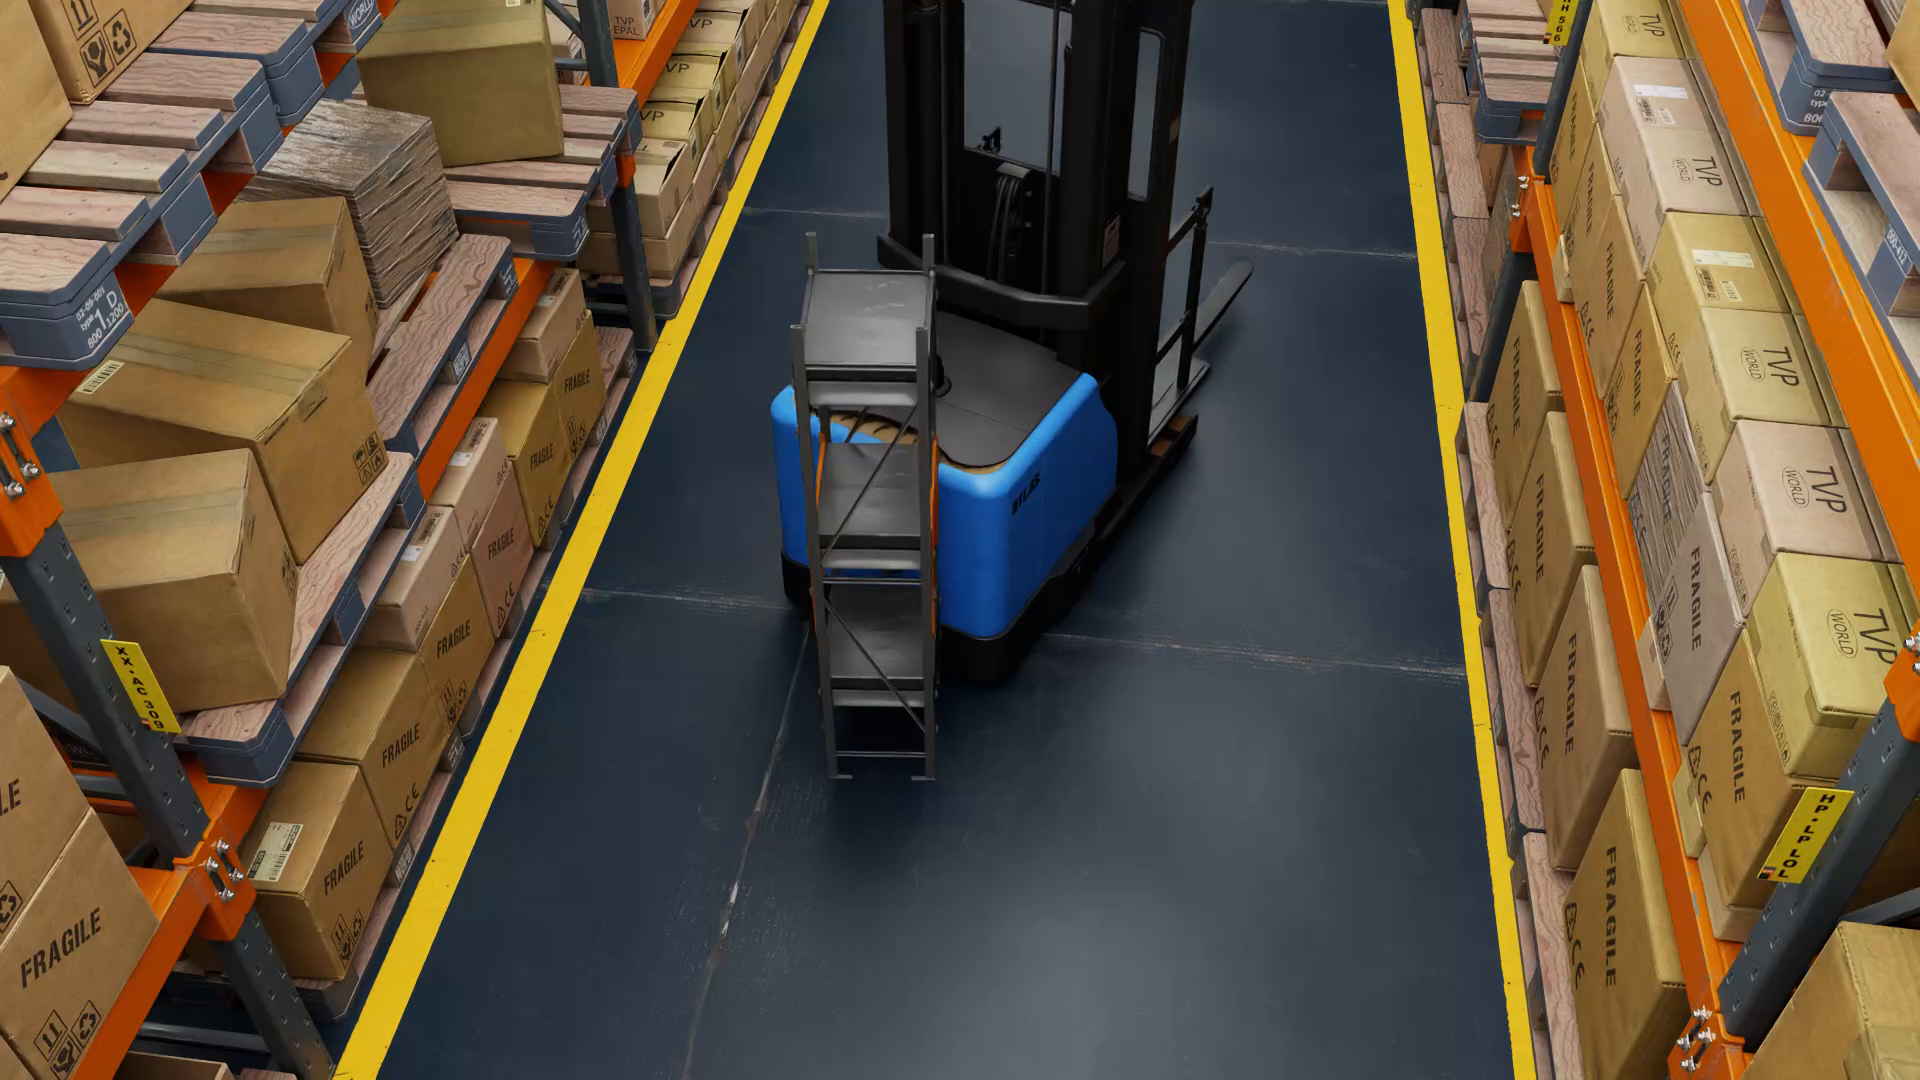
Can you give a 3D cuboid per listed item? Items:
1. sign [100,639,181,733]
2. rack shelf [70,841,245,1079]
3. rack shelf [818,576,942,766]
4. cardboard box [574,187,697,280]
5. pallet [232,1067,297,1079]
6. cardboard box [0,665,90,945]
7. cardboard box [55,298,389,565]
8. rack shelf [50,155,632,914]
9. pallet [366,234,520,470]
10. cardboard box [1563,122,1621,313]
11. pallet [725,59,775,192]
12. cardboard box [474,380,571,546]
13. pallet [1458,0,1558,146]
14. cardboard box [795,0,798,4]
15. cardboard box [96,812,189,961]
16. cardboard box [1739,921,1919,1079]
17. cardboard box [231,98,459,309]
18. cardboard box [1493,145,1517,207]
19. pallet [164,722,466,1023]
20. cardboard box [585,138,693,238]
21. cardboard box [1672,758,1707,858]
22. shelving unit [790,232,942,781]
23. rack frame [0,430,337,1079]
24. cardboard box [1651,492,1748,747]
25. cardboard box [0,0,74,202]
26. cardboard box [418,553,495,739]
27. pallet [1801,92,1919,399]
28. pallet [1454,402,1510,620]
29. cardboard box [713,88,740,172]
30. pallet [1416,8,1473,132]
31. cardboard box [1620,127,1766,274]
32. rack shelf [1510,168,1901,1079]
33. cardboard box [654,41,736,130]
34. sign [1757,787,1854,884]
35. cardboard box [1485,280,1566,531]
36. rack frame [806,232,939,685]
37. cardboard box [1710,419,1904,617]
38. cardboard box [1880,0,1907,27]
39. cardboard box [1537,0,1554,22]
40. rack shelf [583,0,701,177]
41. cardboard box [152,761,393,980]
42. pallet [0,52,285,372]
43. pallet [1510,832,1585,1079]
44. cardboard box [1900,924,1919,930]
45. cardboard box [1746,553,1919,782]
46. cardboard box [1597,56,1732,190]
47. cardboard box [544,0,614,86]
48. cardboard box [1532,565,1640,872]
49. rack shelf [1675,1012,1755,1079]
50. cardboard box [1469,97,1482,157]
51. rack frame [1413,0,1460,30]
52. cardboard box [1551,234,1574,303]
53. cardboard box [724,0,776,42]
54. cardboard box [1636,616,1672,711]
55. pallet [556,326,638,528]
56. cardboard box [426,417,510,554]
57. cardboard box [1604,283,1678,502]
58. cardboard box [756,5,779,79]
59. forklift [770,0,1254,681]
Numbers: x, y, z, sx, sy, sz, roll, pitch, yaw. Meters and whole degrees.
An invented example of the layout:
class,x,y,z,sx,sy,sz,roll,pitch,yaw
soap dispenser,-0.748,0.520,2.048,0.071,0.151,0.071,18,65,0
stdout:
class,x,y,z,sx,sy,sz,roll,pitch,yaw
sign,-2.000,0.360,4.059,0.100,0.325,0.005,5,44,6
rack shelf,-2.803,2.254,3.211,1.077,0.370,4.000,5,44,6
rack shelf,-0.289,0.492,6.241,0.431,0.518,0.480,1,43,1
cardboard box,-1.649,-1.580,8.432,0.500,0.250,0.500,5,44,5
pallet,-2.630,2.111,4.868,1.003,0.211,1.213,5,44,6
cardboard box,-2.349,0.599,3.636,0.500,0.500,0.500,5,44,6
cardboard box,-2.226,-0.336,5.045,0.700,0.500,0.500,12,45,12
rack shelf,-2.274,-0.472,6.090,1.077,0.370,4.000,5,44,6
pallet,-2.262,-0.701,5.948,1.003,0.211,1.213,5,44,6
cardboard box,2.505,-1.136,5.965,0.500,0.500,0.500,7,44,7
pallet,-1.698,-2.470,9.705,1.003,0.211,1.213,5,44,6
cardboard box,-1.969,-0.337,6.922,0.500,0.500,0.500,4,44,4
pallet,2.890,-2.074,7.398,1.213,0.211,1.003,5,44,6
cardboard box,-1.248,-3.667,10.636,0.500,0.250,0.500,5,44,5
cardboard box,-2.757,1.015,5.494,0.500,0.500,0.500,5,44,5
cardboard box,2.284,1.337,3.438,0.980,0.700,0.700,6,44,6
cardboard box,-2.291,-1.240,5.999,0.700,0.500,0.500,13,45,13
cardboard box,3.128,-1.736,8.400,0.700,0.500,0.500,5,44,5
pallet,-2.468,1.085,5.951,1.003,0.211,1.213,5,44,6
cardboard box,-1.649,-1.784,8.239,0.500,0.311,0.500,7,44,7
cardboard box,2.146,0.731,4.464,0.380,0.149,0.250,6,44,6
shelving unit,-0.289,-0.026,5.750,0.431,2.100,0.503,1,43,1
rack frame,-2.538,0.630,4.403,1.000,3.000,0.127,5,44,6
cardboard box,2.241,0.240,4.511,0.500,0.500,0.500,6,44,6
cardboard box,-2.399,-1.021,3.514,0.600,0.600,0.600,1,43,2
cardboard box,-2.100,0.366,6.180,0.500,0.500,0.500,6,44,6
pallet,2.445,-0.571,3.629,0.805,0.209,1.217,4,44,4
pallet,2.722,-0.105,7.208,1.003,0.211,1.213,5,44,6
cardboard box,-1.521,-2.278,9.169,0.500,0.250,0.500,4,44,4
pallet,3.328,-2.831,10.087,1.003,0.211,1.213,5,44,6
cardboard box,2.453,-1.079,5.359,0.500,0.250,0.500,6,44,6
rack shelf,2.637,-0.024,5.617,1.077,0.370,4.000,5,44,6
cardboard box,-1.519,-2.490,8.985,0.500,0.311,0.500,4,44,4
sign,1.833,0.643,3.604,0.100,0.325,0.005,5,44,6
cardboard box,2.674,-0.531,6.887,0.750,0.750,0.750,5,44,5
rack frame,-0.283,-0.194,5.927,0.400,2.100,0.015,1,43,1
cardboard box,2.258,-0.035,4.257,0.500,0.250,0.500,6,44,6
cardboard box,2.737,-1.518,4.097,0.700,0.500,0.500,5,44,5
cardboard box,3.000,-2.549,7.368,0.700,0.500,0.500,1,43,2
rack shelf,-1.745,-3.198,8.969,1.077,0.370,4.000,5,44,6
cardboard box,-2.233,1.070,5.436,0.500,0.500,0.500,3,44,4
pallet,-2.383,-0.829,3.899,1.213,0.211,1.003,5,44,6
pallet,2.400,1.557,5.452,1.003,0.211,1.213,5,44,6
cardboard box,2.613,0.951,4.232,0.380,0.149,0.250,4,44,4
cardboard box,2.180,0.312,3.890,0.500,0.250,0.500,6,44,7
cardboard box,2.515,-1.420,5.719,0.500,0.250,0.500,5,44,5
cardboard box,-1.918,-2.308,7.570,0.500,0.311,0.500,8,44,8
cardboard box,2.444,0.645,5.645,0.750,0.750,0.750,6,44,7
rack shelf,2.108,2.702,2.738,1.077,0.370,4.000,5,44,6
cardboard box,3.223,-2.423,9.125,0.700,0.500,0.500,6,44,6
rack frame,3.430,-4.374,9.688,1.000,3.000,0.127,5,44,6
cardboard box,2.467,-1.017,6.310,0.380,0.149,0.250,6,44,7
cardboard box,-1.381,-3.183,9.716,0.500,0.311,0.500,5,44,5
cardboard box,2.202,0.373,4.842,0.380,0.149,0.250,5,44,6
pallet,-2.146,-0.578,7.707,1.003,0.211,1.213,5,44,6
cardboard box,-2.035,-0.225,6.259,0.500,0.250,0.500,4,44,5
cardboard box,2.377,-0.442,5.232,0.500,0.500,0.500,6,44,7
cardboard box,-1.384,-2.974,9.904,0.500,0.250,0.500,6,44,6
forklift,0.439,-1.509,6.712,1.130,2.935,3.031,22,48,21
